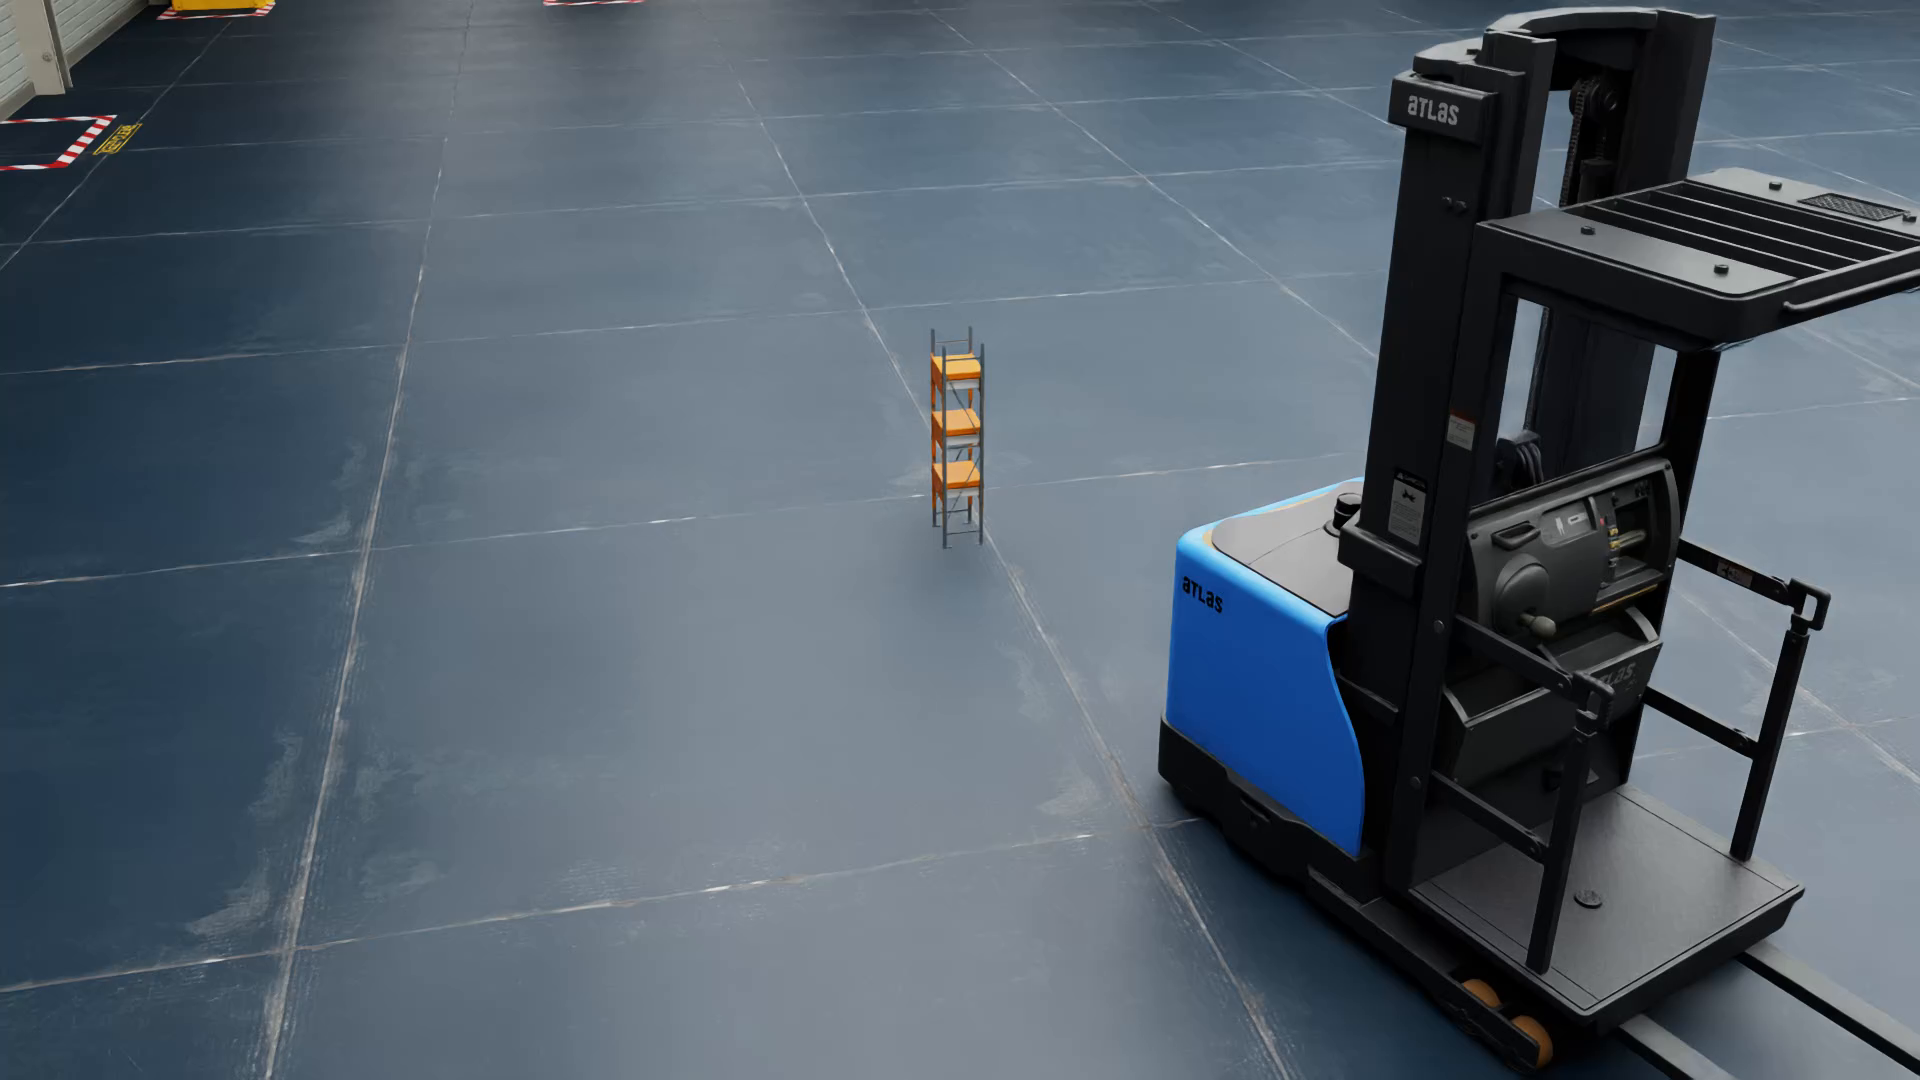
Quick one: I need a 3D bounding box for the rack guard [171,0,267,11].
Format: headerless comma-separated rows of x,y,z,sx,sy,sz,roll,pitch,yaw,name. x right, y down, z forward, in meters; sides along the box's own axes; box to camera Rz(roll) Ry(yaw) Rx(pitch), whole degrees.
-10.052,-7.466,22.488,1.175,0.500,0.348,-6,27,-12,rack guard

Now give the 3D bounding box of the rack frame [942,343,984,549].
0.015,-0.439,7.954,0.200,1.050,0.008,-6,27,-12,rack frame

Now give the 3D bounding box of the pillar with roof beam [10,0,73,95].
-5.489,-9.250,16.589,9.100,9.000,0.400,-6,27,-12,pillar with roof beam

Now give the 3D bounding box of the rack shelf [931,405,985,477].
-0.012,-0.483,8.065,0.215,0.259,0.240,-6,27,-12,rack shelf

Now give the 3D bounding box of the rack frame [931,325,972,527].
-0.040,-0.546,8.166,0.200,1.050,0.008,-6,27,-12,rack frame

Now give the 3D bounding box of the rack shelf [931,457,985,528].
-0.012,-0.235,8.190,0.215,0.259,0.240,-6,27,-12,rack shelf

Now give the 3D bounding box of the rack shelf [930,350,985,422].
-0.012,-0.736,7.937,0.215,0.259,0.240,-6,27,-12,rack shelf

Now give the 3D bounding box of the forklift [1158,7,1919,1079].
1.979,0.063,4.873,1.130,2.935,3.031,-16,31,-29,forklift

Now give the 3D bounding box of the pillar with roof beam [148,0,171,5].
-6.841,-11.884,21.808,9.100,9.000,0.400,-6,27,-12,pillar with roof beam

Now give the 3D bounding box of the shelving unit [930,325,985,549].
-0.012,-0.492,8.060,0.215,1.050,0.252,-6,27,-12,shelving unit
